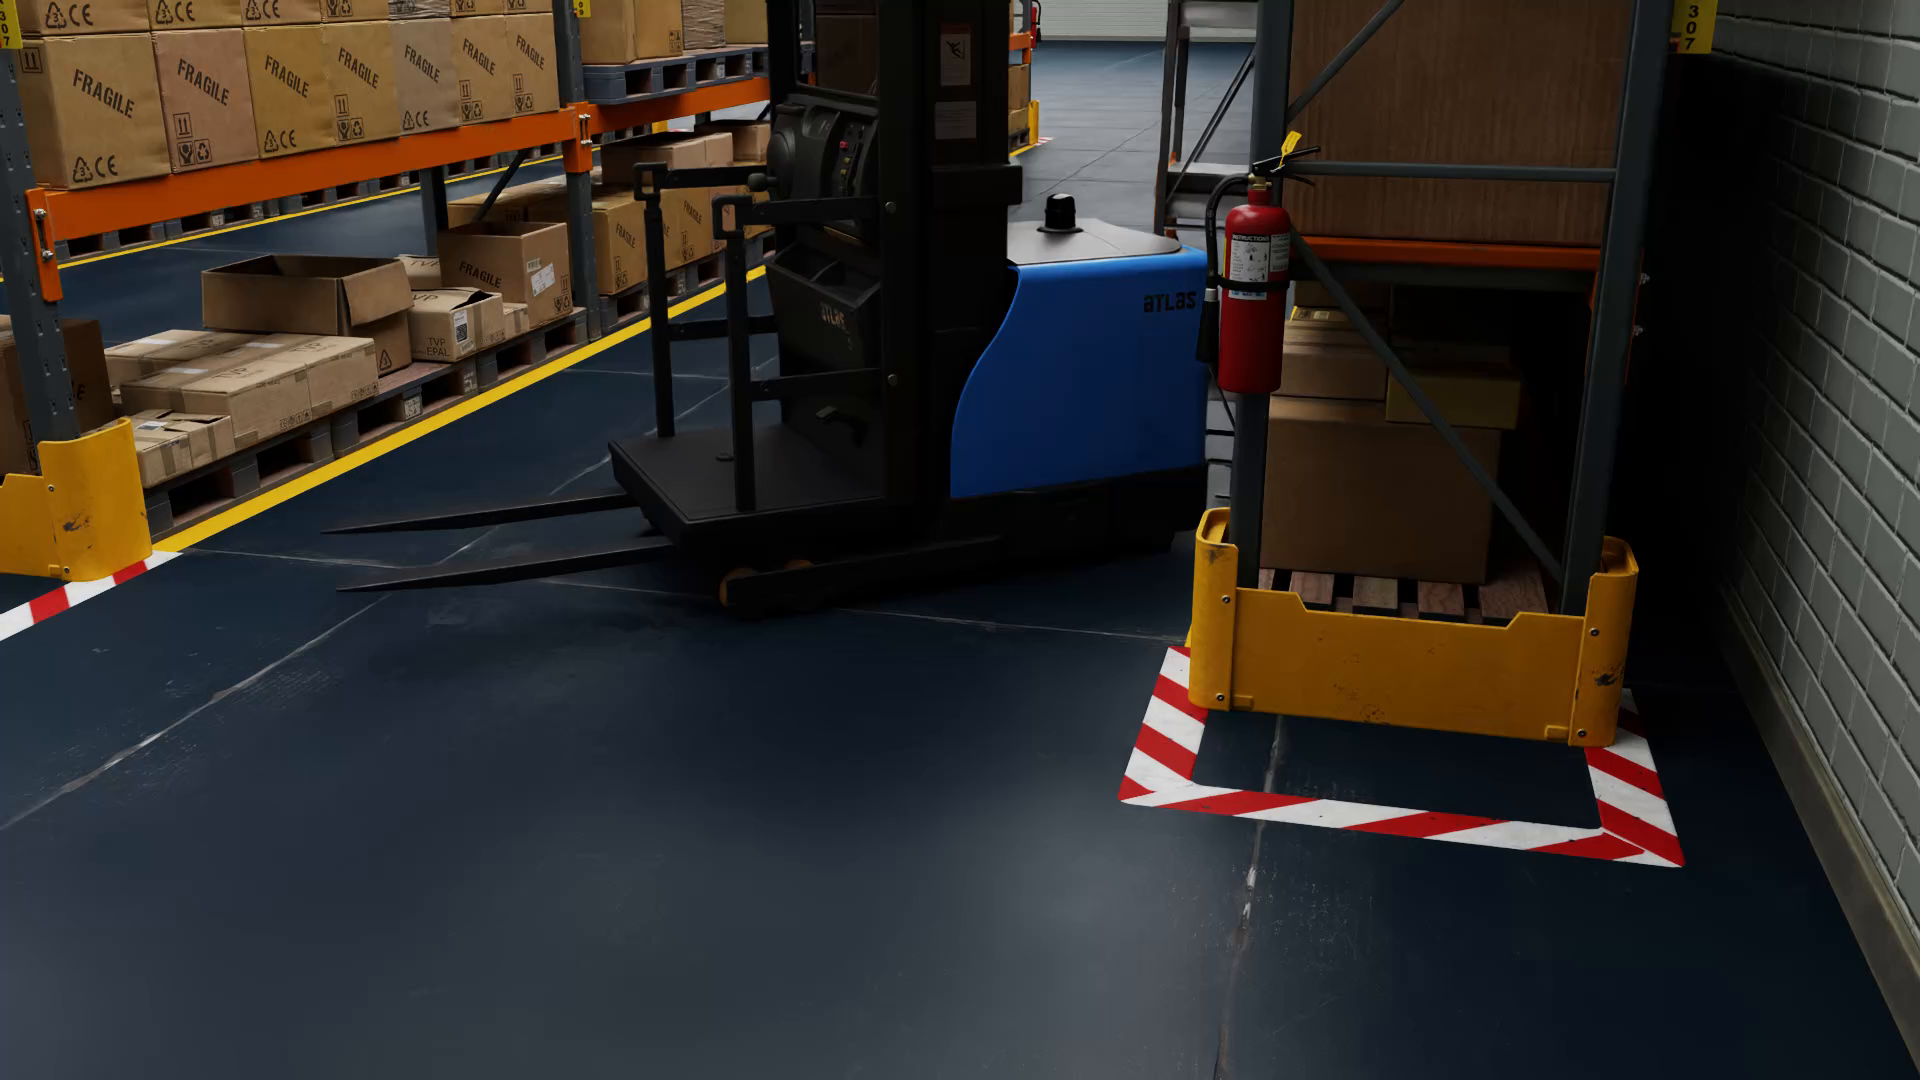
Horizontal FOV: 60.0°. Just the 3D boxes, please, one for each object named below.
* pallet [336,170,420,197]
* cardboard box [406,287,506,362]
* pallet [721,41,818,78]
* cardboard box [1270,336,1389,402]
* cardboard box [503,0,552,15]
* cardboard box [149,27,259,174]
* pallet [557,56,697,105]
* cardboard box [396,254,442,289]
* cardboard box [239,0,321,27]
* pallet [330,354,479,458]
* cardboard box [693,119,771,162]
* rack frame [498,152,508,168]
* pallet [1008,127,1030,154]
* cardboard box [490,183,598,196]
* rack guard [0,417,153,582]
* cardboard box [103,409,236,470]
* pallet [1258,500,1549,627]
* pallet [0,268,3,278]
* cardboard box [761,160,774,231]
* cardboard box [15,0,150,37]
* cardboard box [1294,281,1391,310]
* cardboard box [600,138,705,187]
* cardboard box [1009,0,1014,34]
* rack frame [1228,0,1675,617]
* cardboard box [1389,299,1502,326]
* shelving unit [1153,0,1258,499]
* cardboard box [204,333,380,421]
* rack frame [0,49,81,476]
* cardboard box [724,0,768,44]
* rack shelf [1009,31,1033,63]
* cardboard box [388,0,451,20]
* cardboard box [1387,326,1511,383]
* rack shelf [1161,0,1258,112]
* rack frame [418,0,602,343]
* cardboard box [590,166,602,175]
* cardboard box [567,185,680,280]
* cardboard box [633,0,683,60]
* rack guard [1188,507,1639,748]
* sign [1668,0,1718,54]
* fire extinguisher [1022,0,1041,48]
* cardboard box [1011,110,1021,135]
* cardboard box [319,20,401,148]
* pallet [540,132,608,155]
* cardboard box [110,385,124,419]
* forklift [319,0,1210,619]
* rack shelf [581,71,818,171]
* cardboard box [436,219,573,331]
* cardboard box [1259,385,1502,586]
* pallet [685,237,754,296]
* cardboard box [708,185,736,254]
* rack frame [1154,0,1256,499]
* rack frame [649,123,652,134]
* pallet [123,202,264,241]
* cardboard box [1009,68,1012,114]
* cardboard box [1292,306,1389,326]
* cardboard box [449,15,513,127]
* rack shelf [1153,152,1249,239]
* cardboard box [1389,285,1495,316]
[{"bbox_3d":[-5.861,-3.546,16.244,1.003,0.211,1.213,5,19,13],"label":"pallet"},{"bbox_3d":[-2.610,-1.099,8.243,0.500,0.311,0.500,5,19,13],"label":"cardboard box"},{"bbox_3d":[-1.683,-3.544,12.219,1.213,0.211,1.003,5,19,13],"label":"pallet"},{"bbox_3d":[1.193,-0.560,5.400,0.380,0.149,0.250,4,19,13],"label":"cardboard box"},{"bbox_3d":[-2.436,-2.940,8.454,0.500,0.500,0.500,5,19,14],"label":"cardboard box"},{"bbox_3d":[-3.055,-1.673,6.290,0.500,0.500,0.500,4,19,13],"label":"cardboard box"},{"bbox_3d":[-2.262,-2.750,9.895,1.003,0.211,1.213,5,19,13],"label":"pallet"},{"bbox_3d":[-2.875,-1.420,9.184,0.500,0.311,0.500,5,19,13],"label":"cardboard box"},{"bbox_3d":[-2.929,-2.305,6.593,0.500,0.500,0.500,5,19,14],"label":"cardboard box"},{"bbox_3d":[-3.028,-0.680,7.853,1.003,0.211,1.213,5,19,13],"label":"pallet"},{"bbox_3d":[-1.596,-2.903,12.073,0.500,0.250,0.500,5,20,15],"label":"cardboard box"},{"bbox_3d":[-5.411,-5.499,17.646,1.000,3.000,0.127,5,19,13],"label":"rack frame"},{"bbox_3d":[0.223,-4.798,19.907,1.003,0.211,1.213,5,19,13],"label":"pallet"},{"bbox_3d":[-2.591,-1.956,10.459,0.500,0.500,0.500,5,19,14],"label":"cardboard box"},{"bbox_3d":[-3.522,-0.186,5.959,1.175,0.500,0.348,5,19,13],"label":"rack guard"},{"bbox_3d":[-3.044,-0.395,6.406,0.380,0.166,0.250,5,19,13],"label":"cardboard box"},{"bbox_3d":[1.384,0.108,5.546,1.003,0.211,1.213,5,19,13],"label":"pallet"},{"bbox_3d":[-7.136,-1.910,11.454,1.003,0.211,1.213,5,19,13],"label":"pallet"},{"bbox_3d":[-1.587,-2.566,12.247,0.500,0.500,0.500,5,20,16],"label":"cardboard box"},{"bbox_3d":[-3.176,-1.984,5.654,0.500,0.500,0.500,5,20,15],"label":"cardboard box"},{"bbox_3d":[1.571,-1.049,6.831,0.380,0.149,0.250,4,19,12],"label":"cardboard box"},{"bbox_3d":[-1.964,-2.425,10.673,0.500,0.250,0.500,5,19,13],"label":"cardboard box"},{"bbox_3d":[0.242,-6.262,19.726,0.700,0.500,0.500,5,19,13],"label":"cardboard box"},{"bbox_3d":[1.264,-0.955,4.343,1.000,3.000,0.127,5,19,13],"label":"rack frame"},{"bbox_3d":[1.748,-0.767,6.007,0.380,0.149,0.250,5,19,14],"label":"cardboard box"},{"bbox_3d":[0.998,-1.253,6.571,0.431,2.100,0.503,6,18,12],"label":"shelving unit"},{"bbox_3d":[-2.888,-0.714,7.209,0.500,0.250,0.500,5,19,13],"label":"cardboard box"},{"bbox_3d":[-3.540,-1.345,5.485,1.000,3.000,0.127,5,19,13],"label":"rack frame"},{"bbox_3d":[-1.630,-3.892,12.138,0.700,0.500,0.500,-2,19,-5],"label":"cardboard box"},{"bbox_3d":[-0.120,-5.393,18.448,1.077,0.370,4.000,5,19,13],"label":"rack shelf"},{"bbox_3d":[-2.681,-2.622,7.521,0.500,0.500,0.500,5,19,14],"label":"cardboard box"},{"bbox_3d":[1.624,-0.609,5.544,0.380,0.149,0.250,5,19,14],"label":"cardboard box"},{"bbox_3d":[1.019,-1.907,6.362,0.431,0.518,0.480,6,18,12],"label":"rack shelf"},{"bbox_3d":[-2.563,-2.599,9.156,1.000,3.000,0.127,5,19,13],"label":"rack frame"},{"bbox_3d":[-2.346,-2.272,11.387,0.500,0.500,0.500,4,19,12],"label":"cardboard box"},{"bbox_3d":[-2.089,-1.925,10.368,0.500,0.500,0.500,5,19,14],"label":"cardboard box"},{"bbox_3d":[-2.124,-3.196,10.100,0.700,0.500,0.500,8,20,22],"label":"cardboard box"},{"bbox_3d":[1.258,0.235,4.725,1.175,0.500,0.348,5,19,13],"label":"rack guard"},{"bbox_3d":[1.801,-1.357,4.057,0.100,0.325,0.005,5,19,13],"label":"sign"},{"bbox_3d":[0.848,-6.324,20.181,0.296,0.674,0.183,5,19,13],"label":"fire extinguisher"},{"bbox_3d":[0.414,-4.909,19.522,0.500,0.250,0.500,5,19,13],"label":"cardboard box"},{"bbox_3d":[-2.806,-1.986,7.208,0.500,0.500,0.500,5,19,14],"label":"cardboard box"},{"bbox_3d":[-4.910,-4.770,19.826,1.003,0.211,1.213,5,19,13],"label":"pallet"},{"bbox_3d":[-3.460,-0.522,6.779,0.380,0.166,0.250,5,19,13],"label":"cardboard box"},{"bbox_3d":[-0.651,-1.322,5.525,3.031,2.935,1.130,-8,21,-23],"label":"forklift"},{"bbox_3d":[-2.074,-2.885,11.107,1.077,0.370,4.000,5,19,13],"label":"rack shelf"},{"bbox_3d":[-2.427,-1.423,8.900,0.500,0.500,0.500,5,19,13],"label":"cardboard box"},{"bbox_3d":[1.338,-0.198,5.345,0.700,0.500,0.500,5,19,13],"label":"cardboard box"},{"bbox_3d":[-2.105,-1.921,11.485,1.003,0.211,1.213,5,19,13],"label":"pallet"},{"bbox_3d":[-1.836,-2.239,11.289,0.500,0.500,0.500,4,19,11],"label":"cardboard box"},{"bbox_3d":[0.944,-1.183,6.344,0.400,2.100,0.015,6,18,12],"label":"rack frame"},{"bbox_3d":[-4.433,-6.752,21.316,1.000,3.000,0.127,5,19,13],"label":"rack frame"},{"bbox_3d":[-6.540,-2.675,13.693,1.003,0.211,1.213,5,19,13],"label":"pallet"},{"bbox_3d":[0.296,-5.106,18.941,0.500,0.500,0.500,5,19,13],"label":"cardboard box"},{"bbox_3d":[1.706,-0.680,6.757,0.700,0.500,0.500,5,20,15],"label":"cardboard box"},{"bbox_3d":[-2.561,-2.308,8.148,0.500,0.500,0.500,5,20,15],"label":"cardboard box"},{"bbox_3d":[0.998,-1.240,6.575,0.431,0.518,0.480,6,18,12],"label":"rack shelf"},{"bbox_3d":[1.872,-0.927,6.475,0.380,0.149,0.250,4,19,12],"label":"cardboard box"}]
